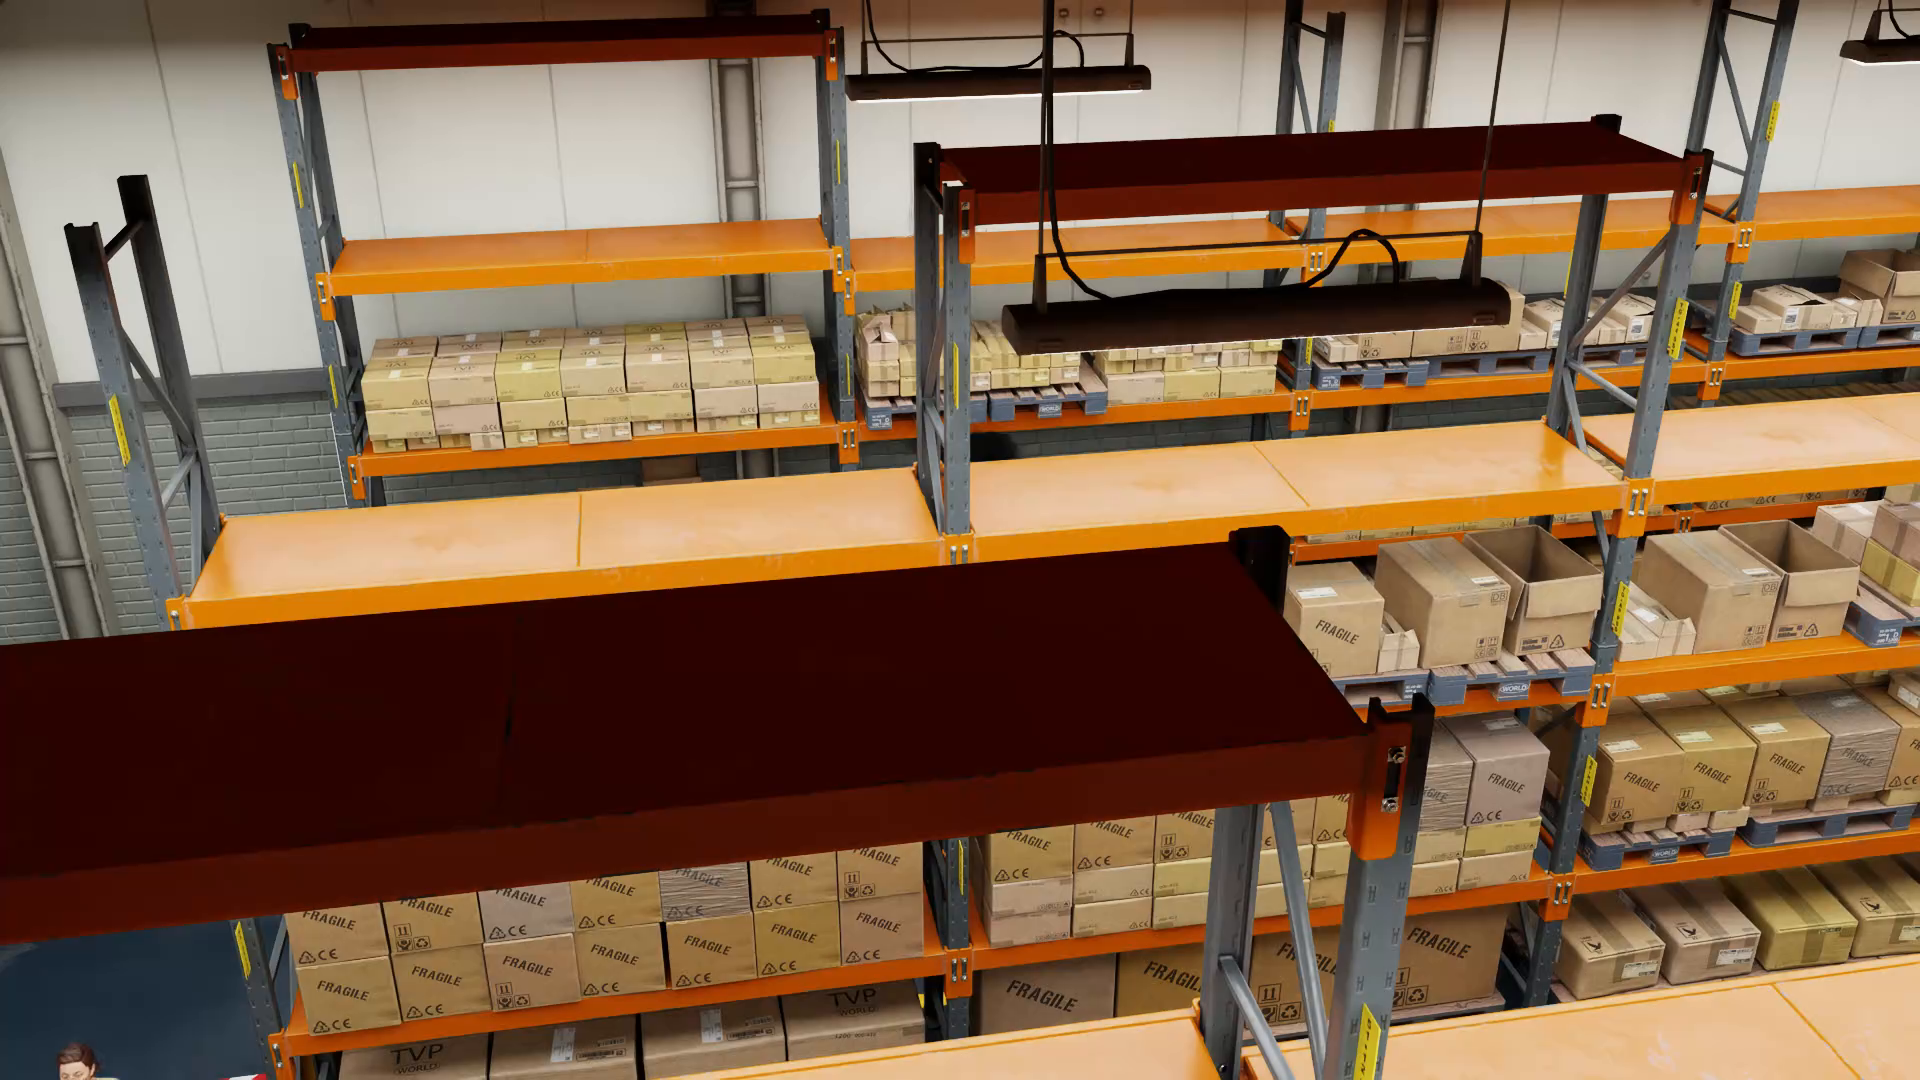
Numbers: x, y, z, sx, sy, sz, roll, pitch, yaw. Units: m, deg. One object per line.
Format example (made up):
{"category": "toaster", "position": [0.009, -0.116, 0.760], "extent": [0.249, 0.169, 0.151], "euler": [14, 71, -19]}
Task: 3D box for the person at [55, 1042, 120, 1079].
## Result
{"category": "person", "position": [-4.760, 3.460, 9.265], "extent": [0.579, 1.667, 0.867], "euler": [-6, 26, -11]}
